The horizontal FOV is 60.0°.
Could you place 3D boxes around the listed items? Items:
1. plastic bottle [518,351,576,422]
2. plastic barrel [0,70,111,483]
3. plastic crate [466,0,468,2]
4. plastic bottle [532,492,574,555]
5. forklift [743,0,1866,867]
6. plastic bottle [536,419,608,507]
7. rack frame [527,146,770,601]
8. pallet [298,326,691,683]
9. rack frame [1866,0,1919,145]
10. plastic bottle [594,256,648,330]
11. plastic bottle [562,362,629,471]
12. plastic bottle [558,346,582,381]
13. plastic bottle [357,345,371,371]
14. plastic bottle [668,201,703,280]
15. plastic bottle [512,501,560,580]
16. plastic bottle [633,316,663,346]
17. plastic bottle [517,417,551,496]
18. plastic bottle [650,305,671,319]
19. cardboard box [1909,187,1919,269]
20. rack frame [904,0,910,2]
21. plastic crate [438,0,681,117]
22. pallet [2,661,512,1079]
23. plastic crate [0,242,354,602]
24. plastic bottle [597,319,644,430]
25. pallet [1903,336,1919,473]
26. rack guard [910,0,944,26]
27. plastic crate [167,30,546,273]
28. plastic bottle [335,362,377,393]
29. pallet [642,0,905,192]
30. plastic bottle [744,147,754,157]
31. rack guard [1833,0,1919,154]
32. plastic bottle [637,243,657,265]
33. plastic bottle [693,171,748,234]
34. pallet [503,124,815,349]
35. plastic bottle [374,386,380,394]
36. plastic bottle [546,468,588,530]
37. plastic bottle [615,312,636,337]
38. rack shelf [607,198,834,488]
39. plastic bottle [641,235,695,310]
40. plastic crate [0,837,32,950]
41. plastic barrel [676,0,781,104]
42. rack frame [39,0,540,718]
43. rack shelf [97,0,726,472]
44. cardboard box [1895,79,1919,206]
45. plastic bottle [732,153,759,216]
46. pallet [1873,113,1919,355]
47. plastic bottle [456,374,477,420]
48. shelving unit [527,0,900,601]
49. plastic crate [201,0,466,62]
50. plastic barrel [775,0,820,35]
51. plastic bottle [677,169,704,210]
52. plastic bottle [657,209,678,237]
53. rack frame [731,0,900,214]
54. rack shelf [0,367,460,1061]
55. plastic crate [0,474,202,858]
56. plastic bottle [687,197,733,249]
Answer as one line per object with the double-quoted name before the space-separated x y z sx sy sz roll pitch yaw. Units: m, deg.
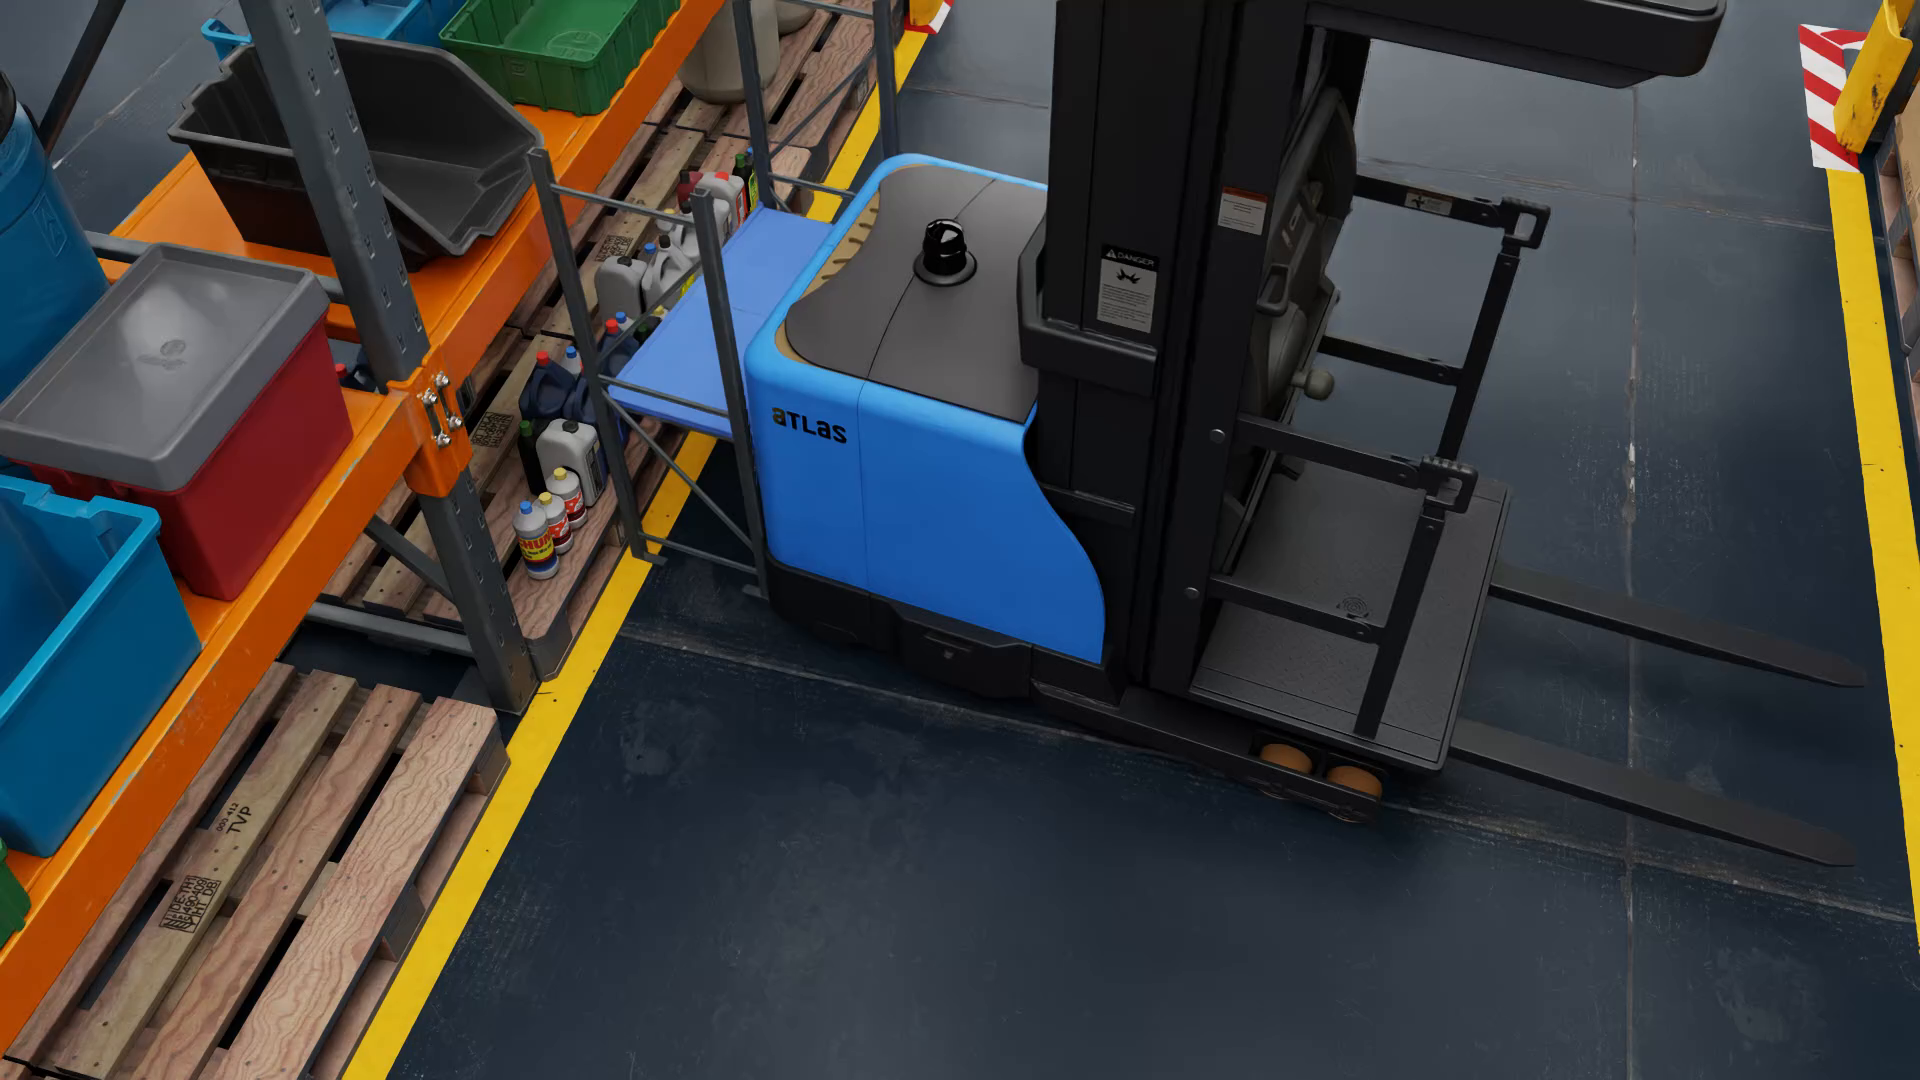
"plastic bottle" -1.258 -0.422 5.095 0.144 0.351 0.185 12 50 10
"plastic barrel" -2.125 -0.569 3.417 0.600 0.901 0.708 12 50 10
"plastic crate" -1.548 -1.760 4.978 0.530 0.136 0.437 12 50 10
"plastic bottle" -1.198 -0.060 4.875 0.097 0.201 0.097 0 49 0
"forklift" 0.994 -0.651 3.870 3.031 2.935 1.130 17 51 14
"plastic bottle" -1.166 -0.250 4.993 0.152 0.276 0.135 13 50 11
"rack frame" -0.810 -0.391 4.584 0.500 1.500 0.032 17 51 16
"pallet" -1.514 -0.177 5.266 1.003 0.211 1.213 12 50 10
"rack frame" 4.099 -2.536 5.487 1.000 3.000 0.127 12 50 10
"plastic bottle" -1.106 -0.824 5.500 0.152 0.276 0.135 12 50 10
"plastic bottle" -1.118 -0.393 5.070 0.144 0.351 0.185 13 50 11
"plastic bottle" -1.197 -0.496 5.213 0.097 0.271 0.097 0 49 0
"plastic bottle" -1.789 -0.553 5.211 0.144 0.351 0.185 9 49 8
"plastic bottle" -0.908 -0.972 5.581 0.144 0.351 0.185 13 50 12
"plastic bottle" -1.224 -0.009 4.784 0.097 0.271 0.097 0 49 0
"plastic bottle" -0.985 -0.619 5.314 0.061 0.283 0.133 14 50 12
"plastic bottle" -1.269 -0.273 5.009 0.061 0.283 0.133 12 50 10
"plastic bottle" -0.972 -0.681 5.423 0.097 0.201 0.097 0 49 0
"cardboard box" 3.615 -1.058 5.737 0.500 0.250 0.500 12 50 10
"rack frame" -0.678 -3.516 6.352 1.000 3.000 0.127 12 50 10
"plastic crate" -1.102 -1.479 4.696 0.450 0.188 0.662 12 50 10
"pallet" -1.900 0.876 4.336 1.003 0.211 1.213 12 50 10
"plastic crate" -1.563 -0.233 3.412 0.402 0.464 0.583 12 50 10
"plastic bottle" -1.069 -0.530 5.190 0.144 0.351 0.185 10 49 8
"pallet" 3.615 -0.172 5.261 1.003 0.211 1.213 12 50 10
"rack guard" -0.653 -2.624 7.233 1.175 0.500 0.348 12 50 10
"plastic crate" -1.471 -0.955 4.134 0.767 0.338 0.504 12 50 10
"plastic bottle" -1.840 -0.414 5.088 0.144 0.351 0.185 10 49 9
"pallet" -0.872 -1.942 6.823 1.003 0.211 1.213 12 50 10
"plastic bottle" -0.739 -1.320 5.988 0.097 0.201 0.097 0 49 0
"rack guard" 4.106 -1.726 6.440 1.175 0.500 0.348 12 50 10
"plastic bottle" -1.036 -0.915 5.630 0.097 0.201 0.097 0 49 0
"plastic bottle" -0.832 -1.168 5.804 0.152 0.276 0.135 12 50 10
"pallet" -1.195 -1.063 6.047 1.003 0.211 1.213 12 50 10
"plastic bottle" -1.701 -0.386 5.063 0.144 0.351 0.185 12 50 10
"plastic bottle" -1.171 -0.133 4.940 0.097 0.201 0.097 0 49 0
"plastic bottle" -1.066 -0.617 5.321 0.097 0.271 0.097 0 49 0
"rack shelf" -0.605 -0.621 5.026 0.538 0.185 1.000 17 51 16
"plastic bottle" -0.957 -0.837 5.462 0.144 0.351 0.185 11 50 10
"plastic crate" -1.917 0.763 2.717 0.450 0.188 0.662 12 50 10
"plastic barrel" -0.910 -1.978 6.374 0.421 0.512 0.421 0 49 0
"rack frame" -1.731 -0.622 3.799 1.000 3.000 0.127 12 50 10
"rack shelf" -1.205 -1.831 5.345 1.077 0.370 4.000 12 50 10
"cardboard box" 3.744 -1.421 6.057 0.500 0.250 0.500 12 50 10
"plastic bottle" -0.752 -1.259 5.879 0.061 0.283 0.133 13 50 11
"pallet" 3.938 -1.051 6.037 1.003 0.211 1.213 12 50 10
"plastic bottle" -1.640 -0.517 5.229 0.152 0.276 0.135 12 50 10
"shelving unit" -0.610 -0.741 4.893 0.538 1.500 1.048 17 51 16
"plastic crate" -1.702 -1.427 4.608 0.499 0.251 0.616 12 50 10
"plastic barrel" -0.778 -2.340 6.694 0.421 0.512 0.421 0 49 0
"plastic bottle" -0.935 -1.191 5.819 0.061 0.283 0.133 12 50 10
"plastic bottle" -0.993 -1.054 5.753 0.097 0.201 0.097 0 49 0
"rack frame" -0.409 -1.092 5.202 0.500 1.500 0.032 17 51 16
"rack shelf" -2.258 1.062 2.792 1.077 0.370 4.000 12 50 10
"plastic crate" -1.721 0.242 3.046 0.392 0.384 0.575 12 50 10
"plastic bottle" -0.868 -1.068 5.715 0.152 0.276 0.135 10 49 9
